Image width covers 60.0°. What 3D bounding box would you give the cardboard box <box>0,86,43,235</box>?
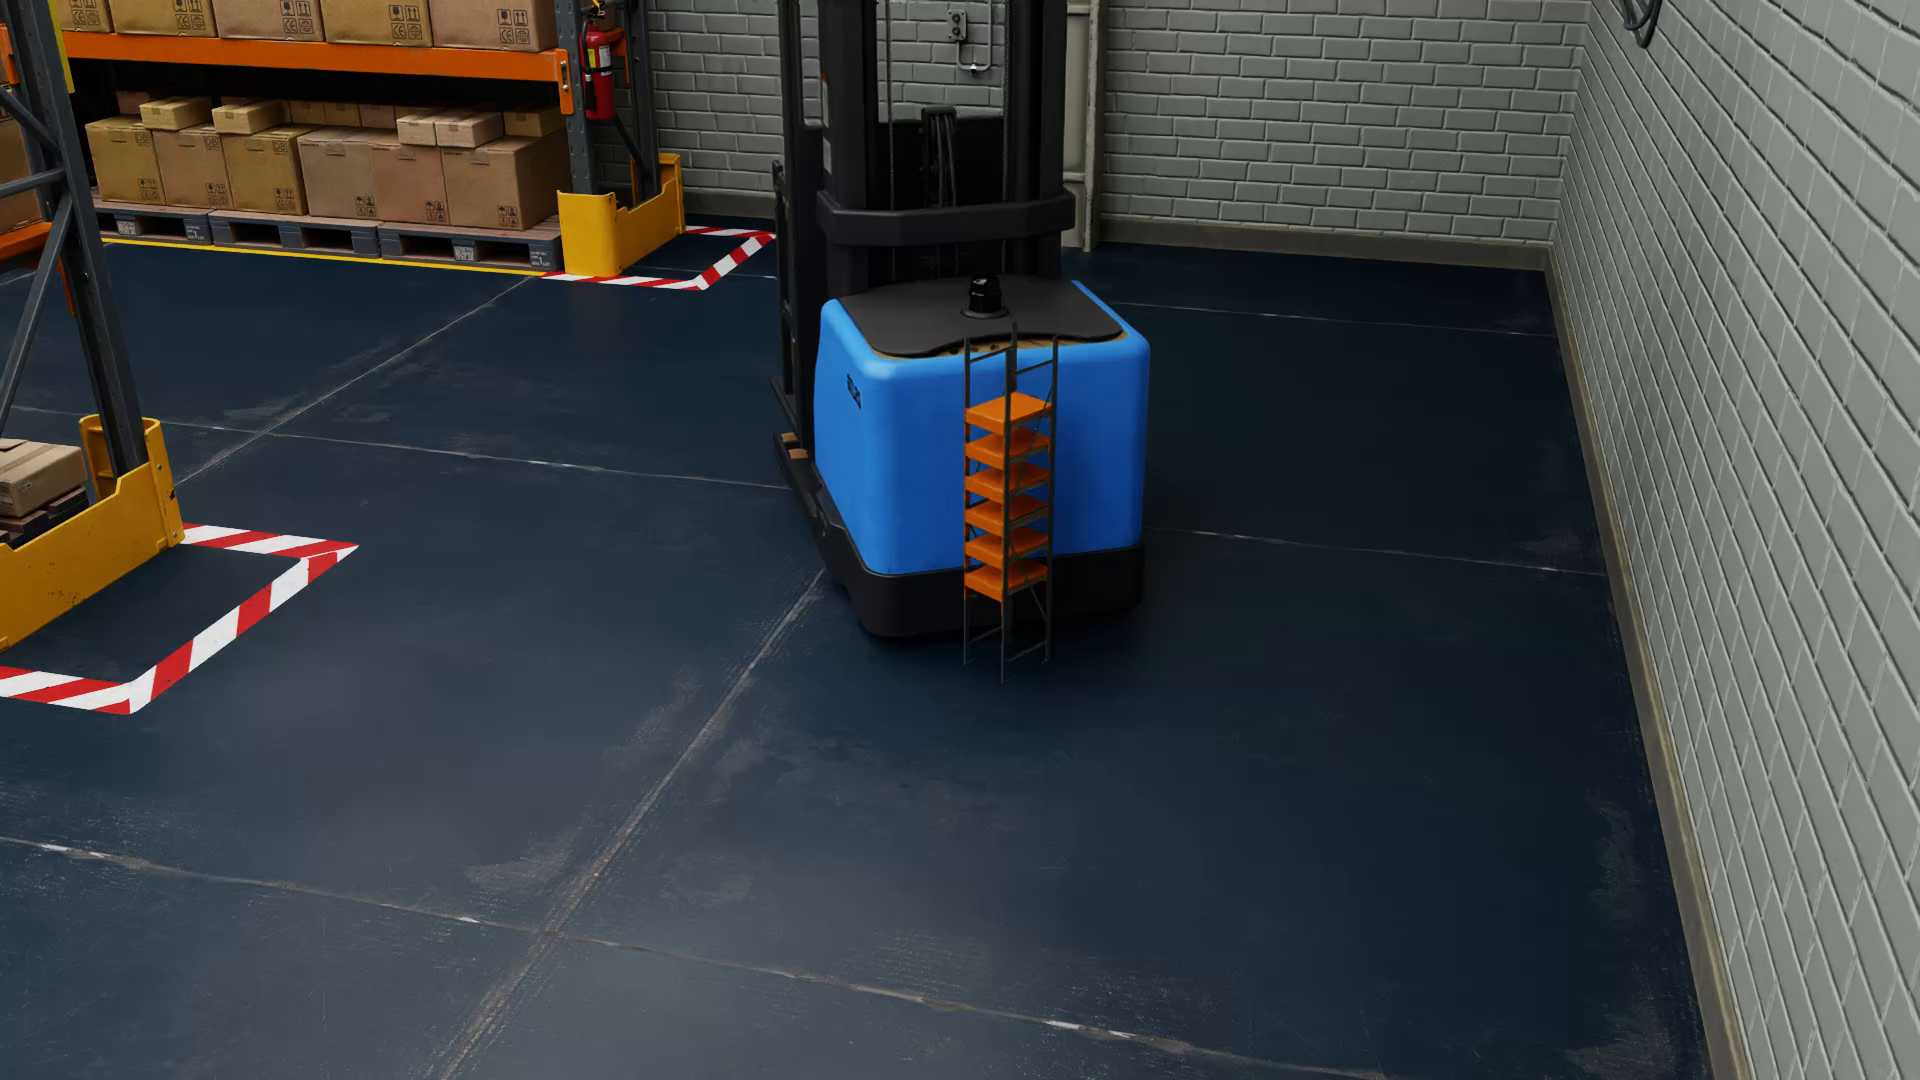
[{"bbox_3d":[-3.741,-1.346,5.971,0.500,0.500,0.500,7,26,14],"label":"cardboard box"}]

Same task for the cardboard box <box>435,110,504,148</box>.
[{"bbox_3d":[-3.019,-2.531,10.242,0.250,0.149,0.380,6,26,12],"label":"cardboard box"}]

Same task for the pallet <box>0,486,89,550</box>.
[{"bbox_3d":[-4.222,0.023,6.457,1.213,0.211,1.003,6,26,13],"label":"pallet"}]

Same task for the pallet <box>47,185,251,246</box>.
[{"bbox_3d":[-5.303,-2.261,11.254,1.213,0.211,1.003,6,26,13],"label":"pallet"}]

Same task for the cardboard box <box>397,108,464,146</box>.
[{"bbox_3d":[-3.267,-2.558,10.298,0.250,0.149,0.380,7,26,14],"label":"cardboard box"}]

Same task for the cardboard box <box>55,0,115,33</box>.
[{"bbox_3d":[-5.499,-3.705,10.693,0.700,0.700,0.980,7,26,14],"label":"cardboard box"}]

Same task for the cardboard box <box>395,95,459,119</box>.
[{"bbox_3d":[-3.411,-2.744,10.689,0.250,0.149,0.380,7,26,13],"label":"cardboard box"}]

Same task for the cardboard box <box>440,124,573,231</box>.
[{"bbox_3d":[-2.849,-2.300,10.511,0.500,0.500,0.700,6,26,13],"label":"cardboard box"}]

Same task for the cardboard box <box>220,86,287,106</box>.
[{"bbox_3d":[-4.646,-2.880,10.974,0.250,0.149,0.380,5,26,11],"label":"cardboard box"}]

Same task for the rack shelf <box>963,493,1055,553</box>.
[{"bbox_3d":[0.165,-0.069,5.603,0.258,0.103,0.180,-23,34,-39],"label":"rack shelf"}]

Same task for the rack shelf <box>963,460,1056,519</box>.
[{"bbox_3d":[0.165,-0.178,5.552,0.258,0.103,0.180,-23,34,-39],"label":"rack shelf"}]

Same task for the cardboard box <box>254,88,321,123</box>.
[{"bbox_3d":[-4.402,-2.853,10.917,0.250,0.149,0.380,7,26,14],"label":"cardboard box"}]

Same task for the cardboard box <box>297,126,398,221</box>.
[{"bbox_3d":[-3.821,-2.407,10.736,0.500,0.500,0.700,5,26,11],"label":"cardboard box"}]

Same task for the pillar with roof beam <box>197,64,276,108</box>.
[{"bbox_3d":[-6.199,-4.836,6.439,0.400,9.000,9.100,6,26,13],"label":"pillar with roof beam"}]

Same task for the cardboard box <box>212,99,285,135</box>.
[{"bbox_3d":[-4.530,-2.697,10.590,0.250,0.149,0.380,6,26,12],"label":"cardboard box"}]

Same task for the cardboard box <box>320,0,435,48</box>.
[{"bbox_3d":[-3.350,-3.465,10.190,0.700,0.700,0.980,6,26,13],"label":"cardboard box"}]

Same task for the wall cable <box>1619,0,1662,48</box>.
[{"bbox_3d":[3.242,-3.758,7.788,0.112,2.526,3.097,6,26,13],"label":"wall cable"}]

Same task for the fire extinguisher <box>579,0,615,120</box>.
[{"bbox_3d":[-2.115,-2.794,9.654,0.183,0.674,0.296,6,26,13],"label":"fire extinguisher"}]

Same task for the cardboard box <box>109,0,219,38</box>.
[{"bbox_3d":[-4.793,-3.624,10.524,0.700,0.700,0.980,6,26,12],"label":"cardboard box"}]

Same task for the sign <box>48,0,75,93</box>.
[{"bbox_3d":[-3.241,-1.760,5.950,0.005,0.325,0.100,6,26,13],"label":"sign"}]

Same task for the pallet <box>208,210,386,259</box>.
[{"bbox_3d":[-4.118,-2.131,10.981,1.213,0.211,1.003,6,26,13],"label":"pallet"}]

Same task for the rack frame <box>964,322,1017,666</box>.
[{"bbox_3d":[0.101,-0.138,5.643,0.240,1.200,0.006,-23,34,-39],"label":"rack frame"}]

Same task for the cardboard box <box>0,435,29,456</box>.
[{"bbox_3d":[-3.939,-0.277,6.627,0.250,0.166,0.380,6,26,13],"label":"cardboard box"}]

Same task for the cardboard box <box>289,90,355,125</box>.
[{"bbox_3d":[-4.152,-2.825,10.860,0.250,0.149,0.380,6,26,12],"label":"cardboard box"}]

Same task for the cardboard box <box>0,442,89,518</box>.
[{"bbox_3d":[-3.696,-0.243,6.575,0.250,0.149,0.380,6,26,13],"label":"cardboard box"}]

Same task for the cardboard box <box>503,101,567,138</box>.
[{"bbox_3d":[-2.678,-2.663,10.519,0.250,0.149,0.380,6,26,13],"label":"cardboard box"}]

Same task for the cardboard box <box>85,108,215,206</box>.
[{"bbox_3d":[-5.322,-2.572,11.083,0.500,0.500,0.700,7,26,14],"label":"cardboard box"}]

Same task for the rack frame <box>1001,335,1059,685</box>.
[{"bbox_3d":[0.230,-0.082,5.525,0.240,1.200,0.006,-23,34,-39],"label":"rack frame"}]

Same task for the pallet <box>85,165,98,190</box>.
[{"bbox_3d":[-6.786,-2.426,11.601,1.213,0.211,1.003,6,26,13],"label":"pallet"}]

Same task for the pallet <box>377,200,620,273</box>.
[{"bbox_3d":[-2.940,-2.000,10.705,1.213,0.211,1.003,6,26,13],"label":"pallet"}]

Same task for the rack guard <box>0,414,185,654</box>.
[{"bbox_3d":[-3.450,-0.023,6.216,0.348,0.500,1.175,6,26,13],"label":"rack guard"}]

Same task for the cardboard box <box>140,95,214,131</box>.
[{"bbox_3d":[-5.035,-2.753,10.707,0.250,0.149,0.380,7,26,15],"label":"cardboard box"}]

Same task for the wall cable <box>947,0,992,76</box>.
[{"bbox_3d":[-0.671,-3.921,10.315,1.851,1.984,0.084,6,26,13],"label":"wall cable"}]

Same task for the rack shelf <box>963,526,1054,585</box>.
[{"bbox_3d":[0.165,0.039,5.655,0.258,0.103,0.180,-23,34,-39],"label":"rack shelf"}]

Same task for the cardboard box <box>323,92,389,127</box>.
[{"bbox_3d":[-3.907,-2.798,10.802,0.250,0.149,0.380,7,26,14],"label":"cardboard box"}]

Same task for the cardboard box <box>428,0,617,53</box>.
[{"bbox_3d":[-2.643,-3.392,10.036,0.700,0.700,0.980,8,26,15],"label":"cardboard box"}]

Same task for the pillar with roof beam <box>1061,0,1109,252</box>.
[{"bbox_3d":[-0.388,-4.193,5.090,0.400,9.000,9.100,6,26,13],"label":"pillar with roof beam"}]

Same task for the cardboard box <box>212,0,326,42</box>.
[{"bbox_3d":[-4.086,-3.551,10.369,0.700,0.700,0.980,5,26,10],"label":"cardboard box"}]

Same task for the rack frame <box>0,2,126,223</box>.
[{"bbox_3d":[-6.020,-3.634,10.894,0.127,3.000,1.000,6,26,13],"label":"rack frame"}]

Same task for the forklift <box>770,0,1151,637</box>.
[{"bbox_3d":[-0.203,-1.592,6.683,1.130,2.935,3.031,-7,26,-14],"label":"forklift"}]

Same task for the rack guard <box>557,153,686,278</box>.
[{"bbox_3d":[-2.123,-2.075,10.526,0.348,0.500,1.175,6,26,13],"label":"rack guard"}]

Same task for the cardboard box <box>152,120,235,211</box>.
[{"bbox_3d":[-4.836,-2.517,10.967,0.500,0.500,0.700,6,26,12],"label":"cardboard box"}]

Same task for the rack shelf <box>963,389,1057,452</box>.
[{"bbox_3d":[0.165,-0.394,5.449,0.258,0.103,0.180,-23,34,-39],"label":"rack shelf"}]

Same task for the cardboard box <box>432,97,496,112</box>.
[{"bbox_3d":[-3.169,-2.717,10.632,0.250,0.149,0.380,6,26,13],"label":"cardboard box"}]

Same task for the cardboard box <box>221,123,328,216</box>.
[{"bbox_3d":[-4.339,-2.461,10.850,0.500,0.500,0.700,7,26,14],"label":"cardboard box"}]

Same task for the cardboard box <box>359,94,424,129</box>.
[{"bbox_3d":[-3.658,-2.771,10.745,0.250,0.149,0.380,7,26,14],"label":"cardboard box"}]

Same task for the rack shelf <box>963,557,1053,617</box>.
[{"bbox_3d":[0.165,0.147,5.707,0.258,0.103,0.180,-23,34,-39],"label":"rack shelf"}]

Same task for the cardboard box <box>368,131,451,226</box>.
[{"bbox_3d":[-3.334,-2.354,10.624,0.500,0.500,0.700,6,26,13],"label":"cardboard box"}]

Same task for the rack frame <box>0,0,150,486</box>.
[{"bbox_3d":[-3.376,-1.143,5.662,0.127,3.000,1.000,6,26,13],"label":"rack frame"}]

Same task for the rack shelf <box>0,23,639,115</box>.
[{"bbox_3d":[-4.083,-3.095,10.599,4.000,0.370,1.077,6,26,13],"label":"rack shelf"}]

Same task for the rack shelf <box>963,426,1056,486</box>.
[{"bbox_3d":[0.165,-0.286,5.500,0.258,0.103,0.180,-23,34,-39],"label":"rack shelf"}]

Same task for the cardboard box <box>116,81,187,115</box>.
[{"bbox_3d":[-5.413,-2.964,11.150,0.250,0.149,0.380,6,26,13],"label":"cardboard box"}]

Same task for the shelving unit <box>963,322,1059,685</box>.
[{"bbox_3d":[0.165,-0.110,5.584,0.258,1.200,0.189,-23,34,-39],"label":"shelving unit"}]

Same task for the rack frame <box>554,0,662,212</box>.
[{"bbox_3d":[-2.146,-3.206,9.994,0.127,3.000,1.000,6,26,13],"label":"rack frame"}]

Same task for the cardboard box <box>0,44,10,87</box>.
[{"bbox_3d":[-3.741,-1.797,5.756,0.500,0.500,0.500,7,26,15],"label":"cardboard box"}]

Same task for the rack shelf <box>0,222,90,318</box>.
[{"bbox_3d":[-5.313,-1.033,6.266,4.000,0.370,1.077,6,26,13],"label":"rack shelf"}]
